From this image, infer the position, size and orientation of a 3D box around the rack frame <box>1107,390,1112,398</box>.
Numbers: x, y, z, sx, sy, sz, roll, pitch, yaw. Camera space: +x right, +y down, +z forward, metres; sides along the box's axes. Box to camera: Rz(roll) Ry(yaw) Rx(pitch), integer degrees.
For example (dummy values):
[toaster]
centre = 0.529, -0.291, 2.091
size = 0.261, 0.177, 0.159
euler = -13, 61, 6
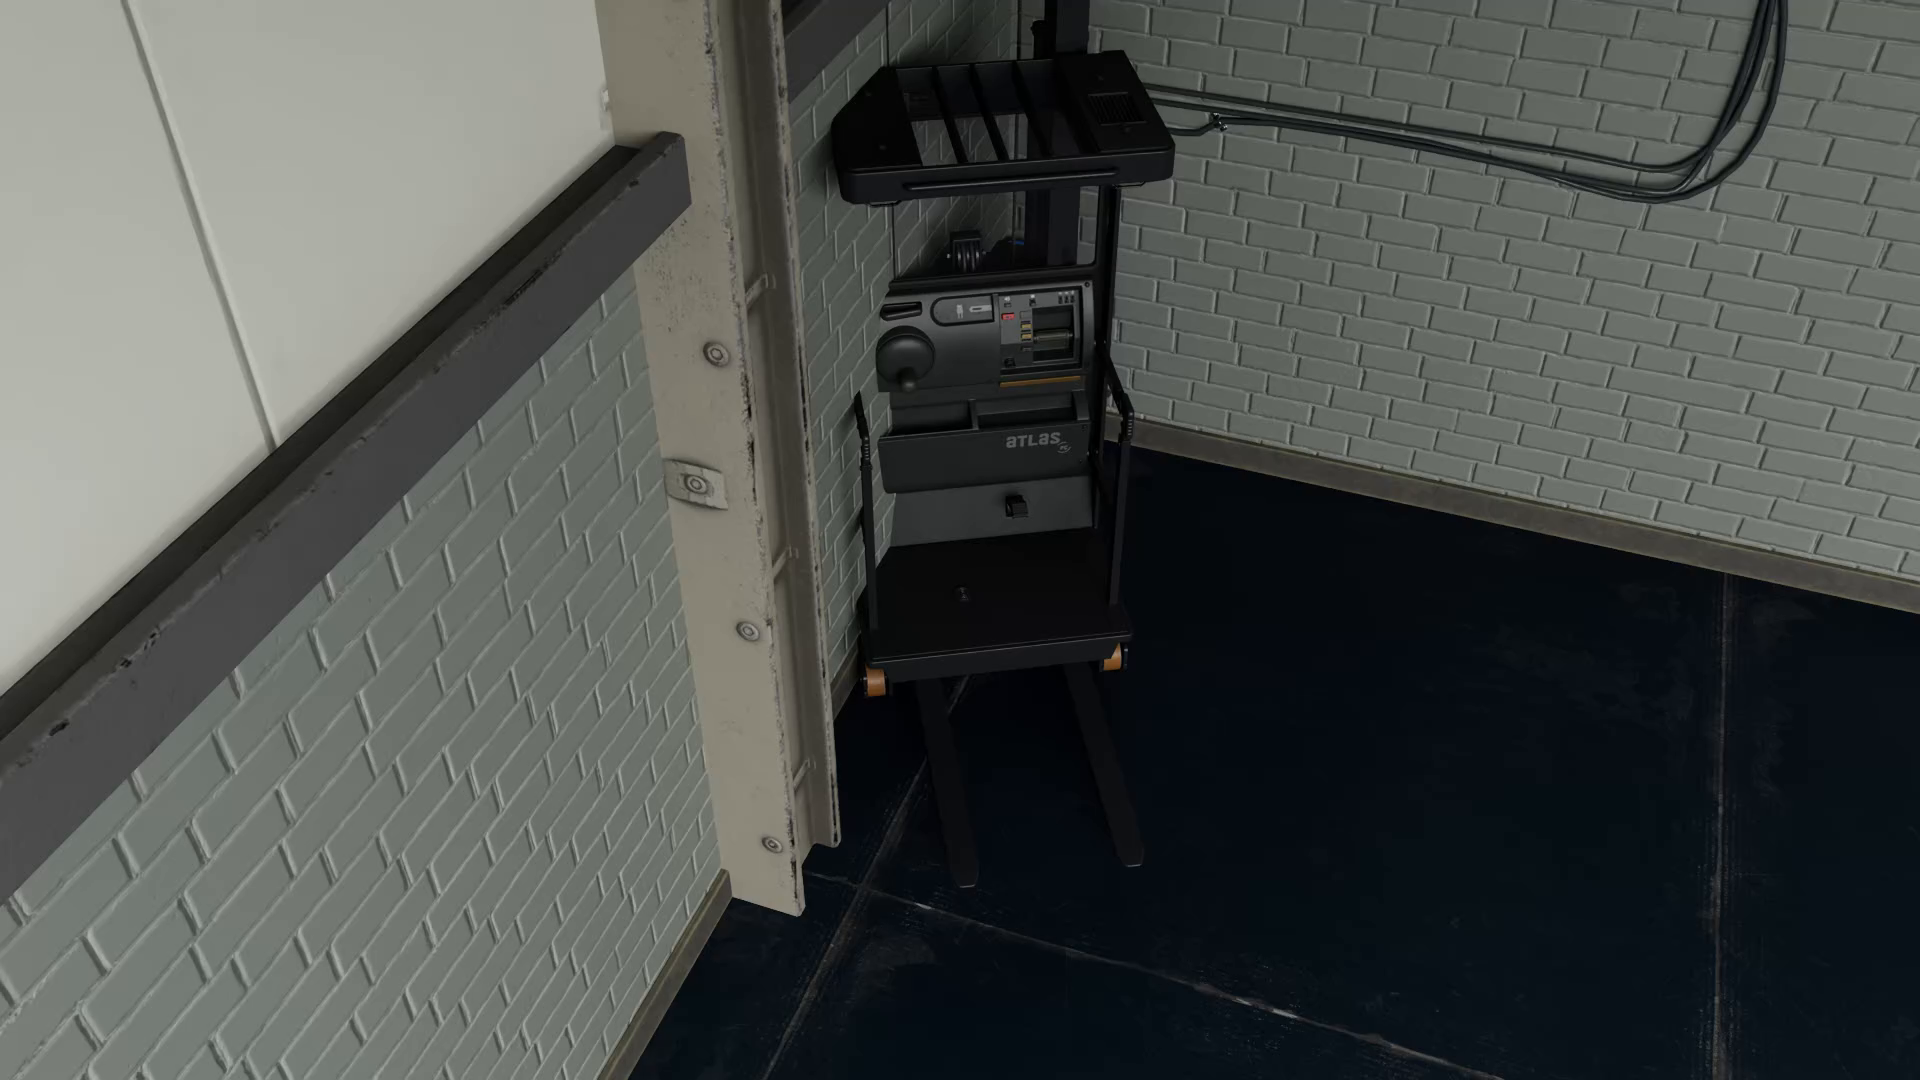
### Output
[rack frame]
centre = 0.590, -0.556, 8.230
size = 1.500, 0.400, 0.023
euler = -30, 66, -25

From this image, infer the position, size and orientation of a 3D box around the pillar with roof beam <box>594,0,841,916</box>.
[pillar with roof beam]
centre = 3.381, -1.243, 2.228
size = 9.100, 9.000, 0.400
euler = 13, 42, 15

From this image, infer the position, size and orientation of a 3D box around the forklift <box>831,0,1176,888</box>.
[forklift]
centre = 0.095, -0.714, 6.282
size = 1.130, 2.935, 3.031
euler = -6, 41, -7

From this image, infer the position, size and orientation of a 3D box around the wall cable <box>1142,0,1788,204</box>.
[wall cable]
centre = 1.586, -2.521, 6.118
size = 3.097, 2.526, 0.112
euler = 13, 42, 15

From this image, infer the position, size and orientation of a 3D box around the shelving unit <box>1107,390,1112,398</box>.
[shelving unit]
centre = 0.370, -0.816, 8.364
size = 1.500, 0.431, 0.755
euler = -30, 66, -25
